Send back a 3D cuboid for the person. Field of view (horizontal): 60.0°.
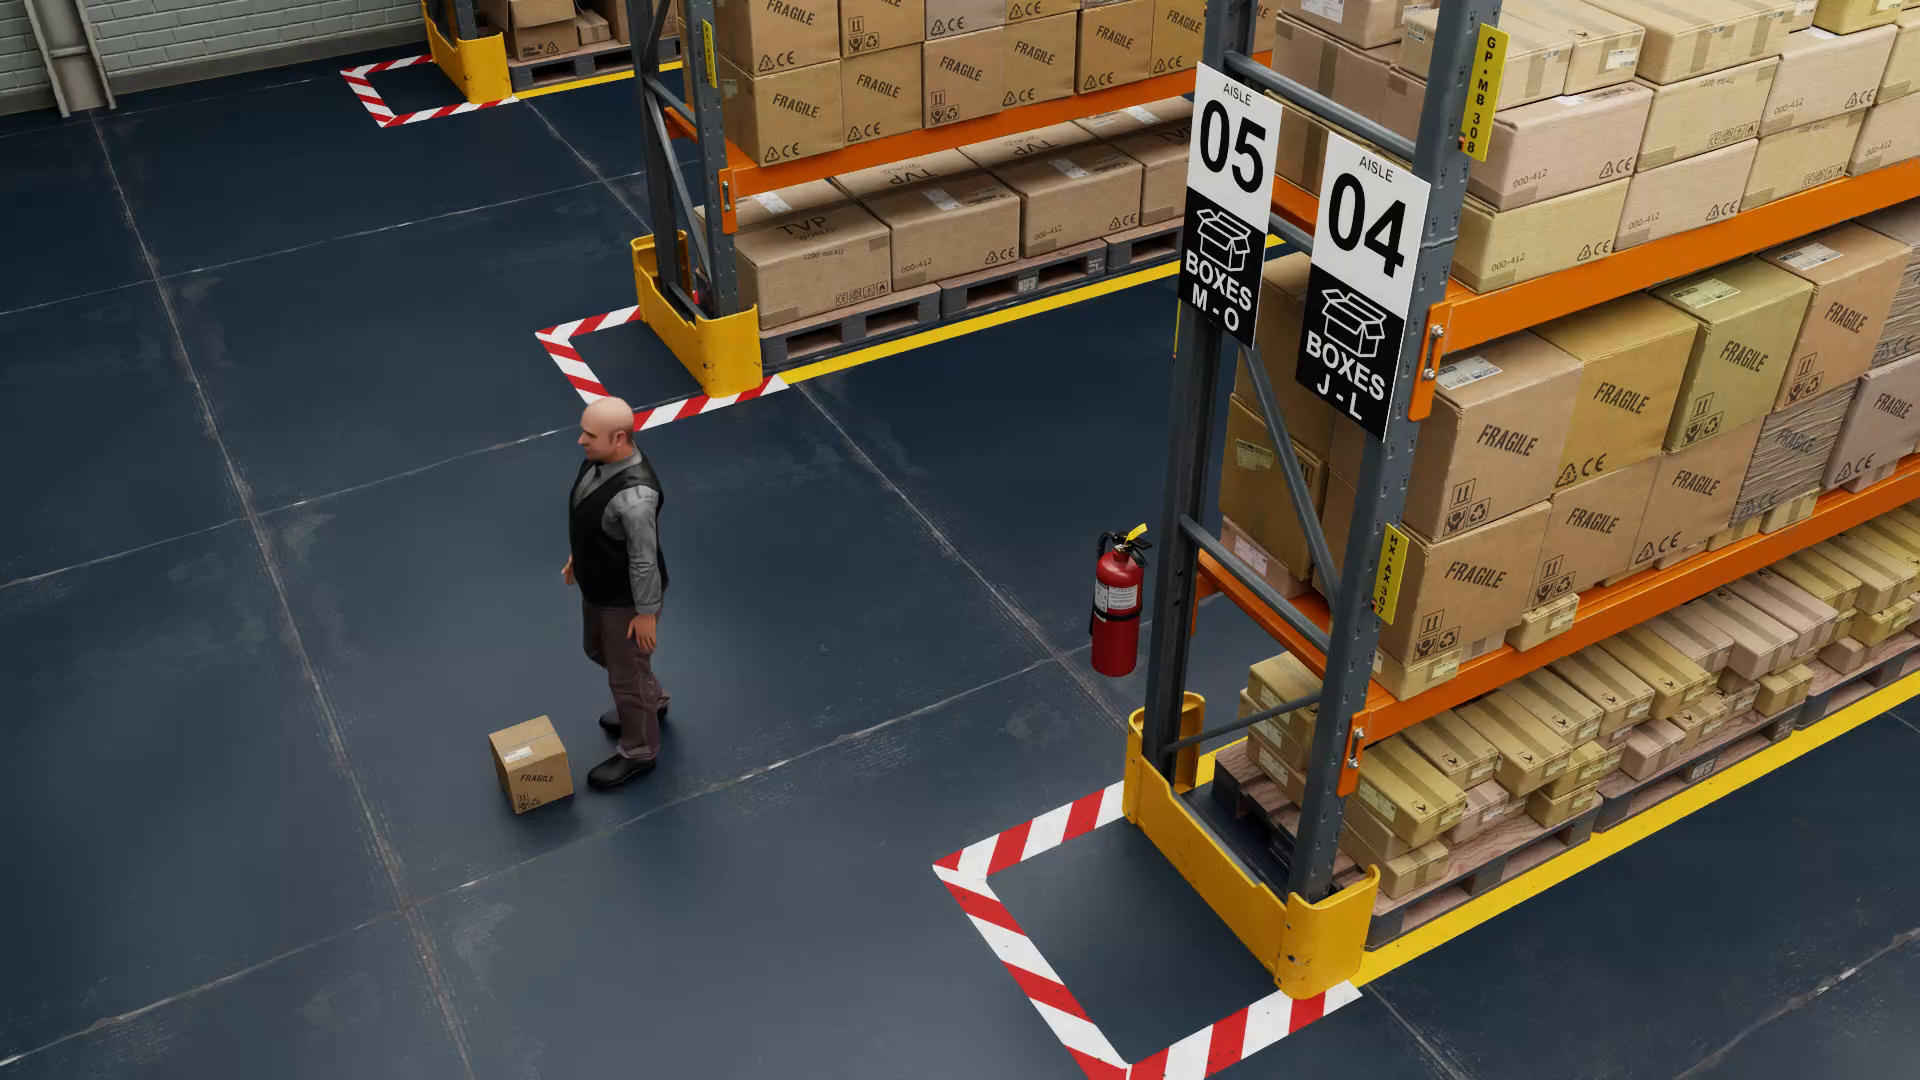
[{"bbox_3d":[-1.404,0.201,6.659,0.480,1.733,0.572,-15,39,-19],"label":"person"}]
